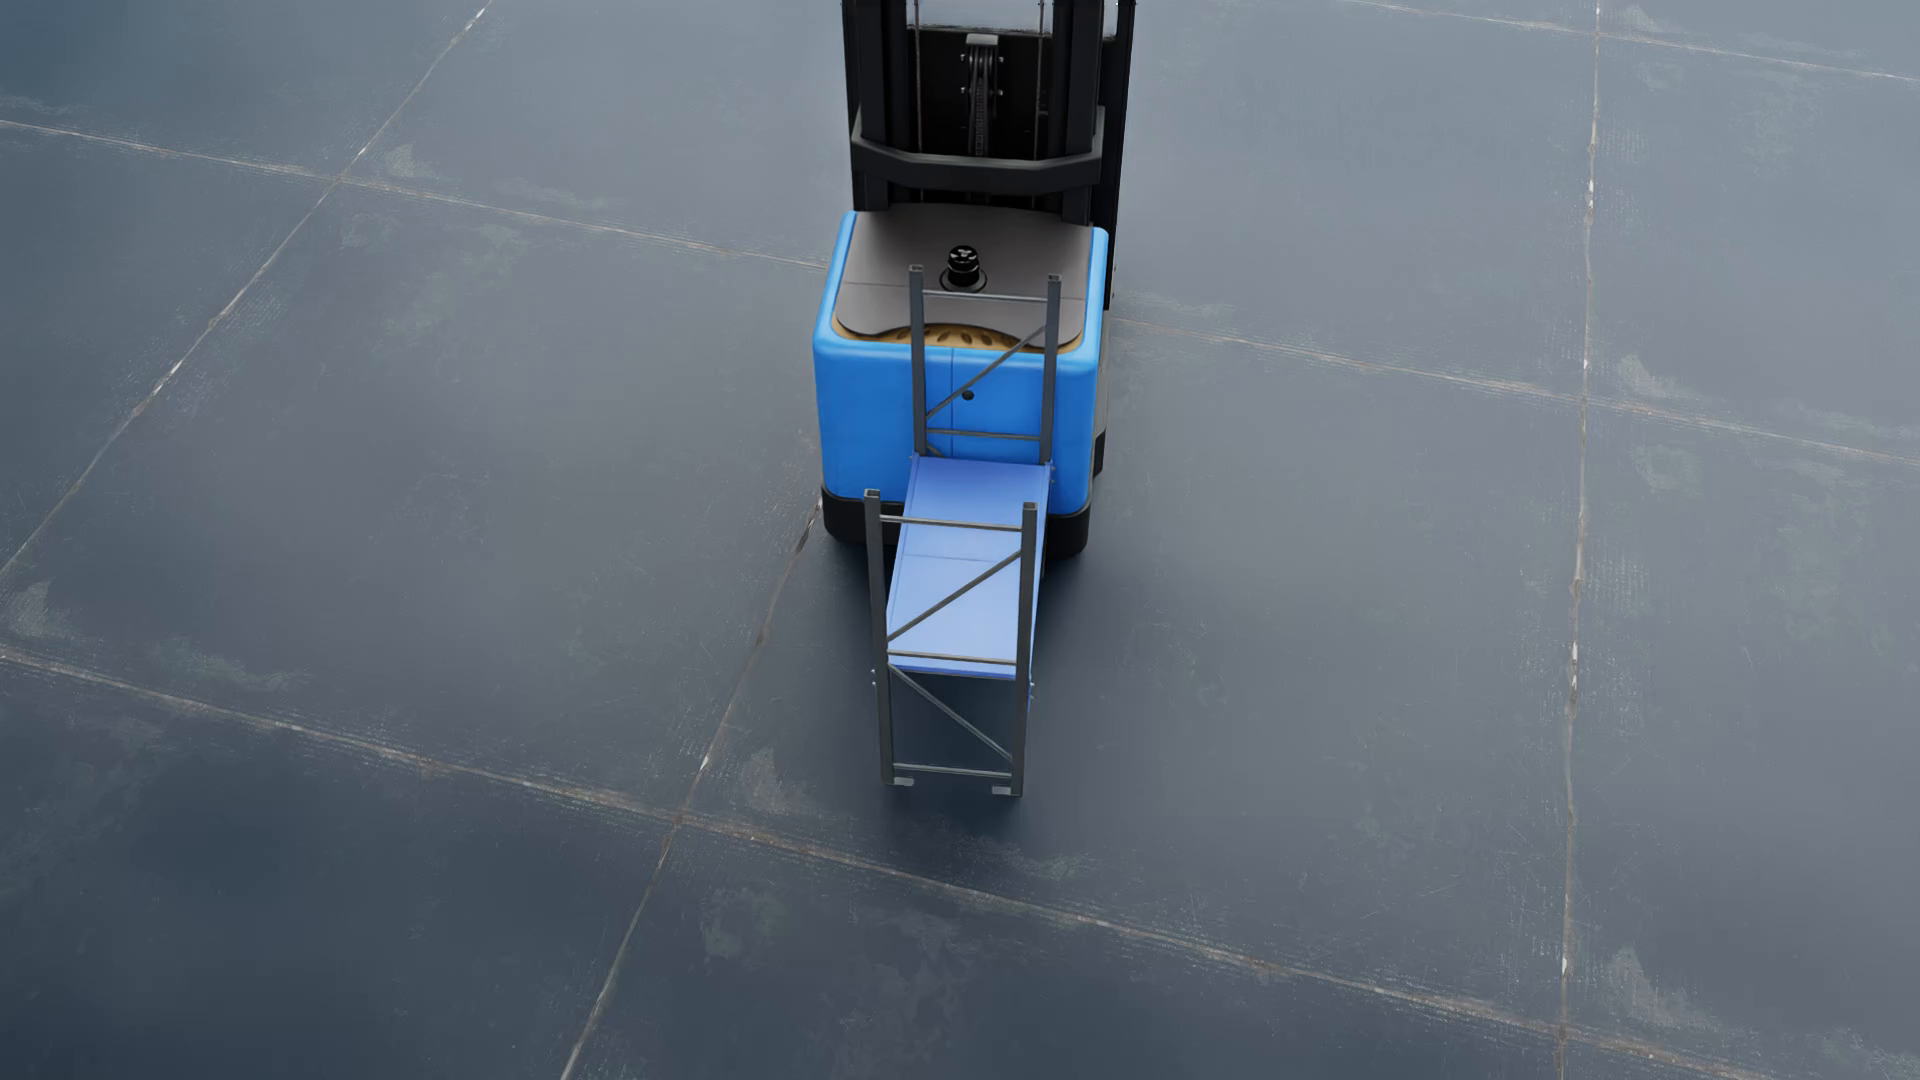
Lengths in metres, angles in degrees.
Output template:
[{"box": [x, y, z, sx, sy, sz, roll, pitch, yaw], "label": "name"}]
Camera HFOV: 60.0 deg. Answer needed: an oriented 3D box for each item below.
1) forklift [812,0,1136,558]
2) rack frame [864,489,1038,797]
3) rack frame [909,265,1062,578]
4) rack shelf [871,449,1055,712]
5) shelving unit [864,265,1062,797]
[{"box": [-7.690, 2.522, 2.488, 15.389, 2.935, 16.733, 5, 49, 4], "label": "forklift"}, {"box": [-0.027, 0.380, 5.333, 0.500, 1.500, 0.032, 5, 49, 4], "label": "rack frame"}, {"box": [0.082, -0.378, 6.002, 0.500, 1.500, 0.032, 5, 49, 4], "label": "rack frame"}, {"box": [0.028, 0.120, 5.803, 0.538, 0.185, 1.000, 5, 49, 4], "label": "rack shelf"}, {"box": [0.028, 0.001, 5.668, 0.538, 1.500, 1.048, 5, 49, 4], "label": "shelving unit"}]
